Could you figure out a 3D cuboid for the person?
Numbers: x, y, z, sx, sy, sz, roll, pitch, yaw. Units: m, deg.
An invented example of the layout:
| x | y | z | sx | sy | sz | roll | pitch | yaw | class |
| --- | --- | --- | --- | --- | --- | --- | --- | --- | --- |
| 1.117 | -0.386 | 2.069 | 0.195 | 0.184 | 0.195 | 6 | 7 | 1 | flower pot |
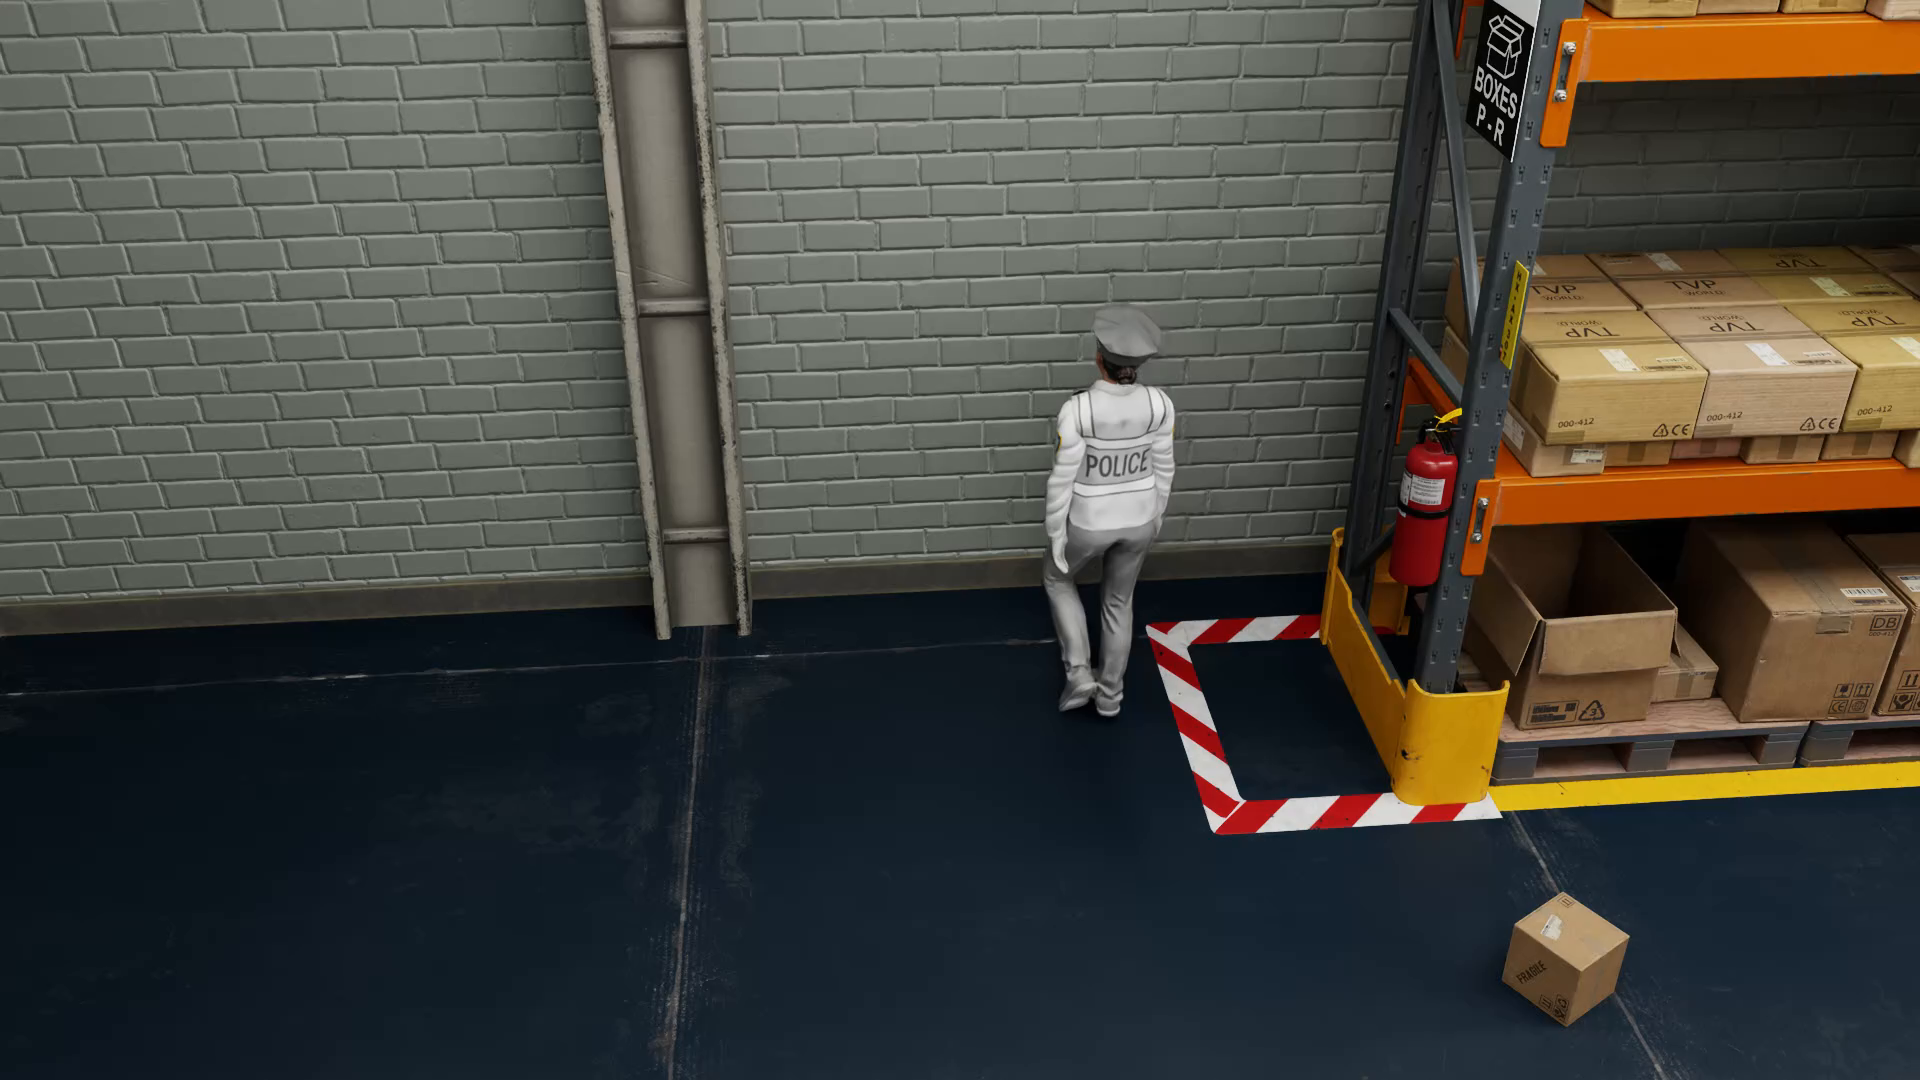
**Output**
| x | y | z | sx | sy | sz | roll | pitch | yaw | class |
| --- | --- | --- | --- | --- | --- | --- | --- | --- | --- |
| 12.878 | 0.737 | 0.853 | 22.793 | 5.852 | 14.982 | -6 | 32 | -9 | person |
